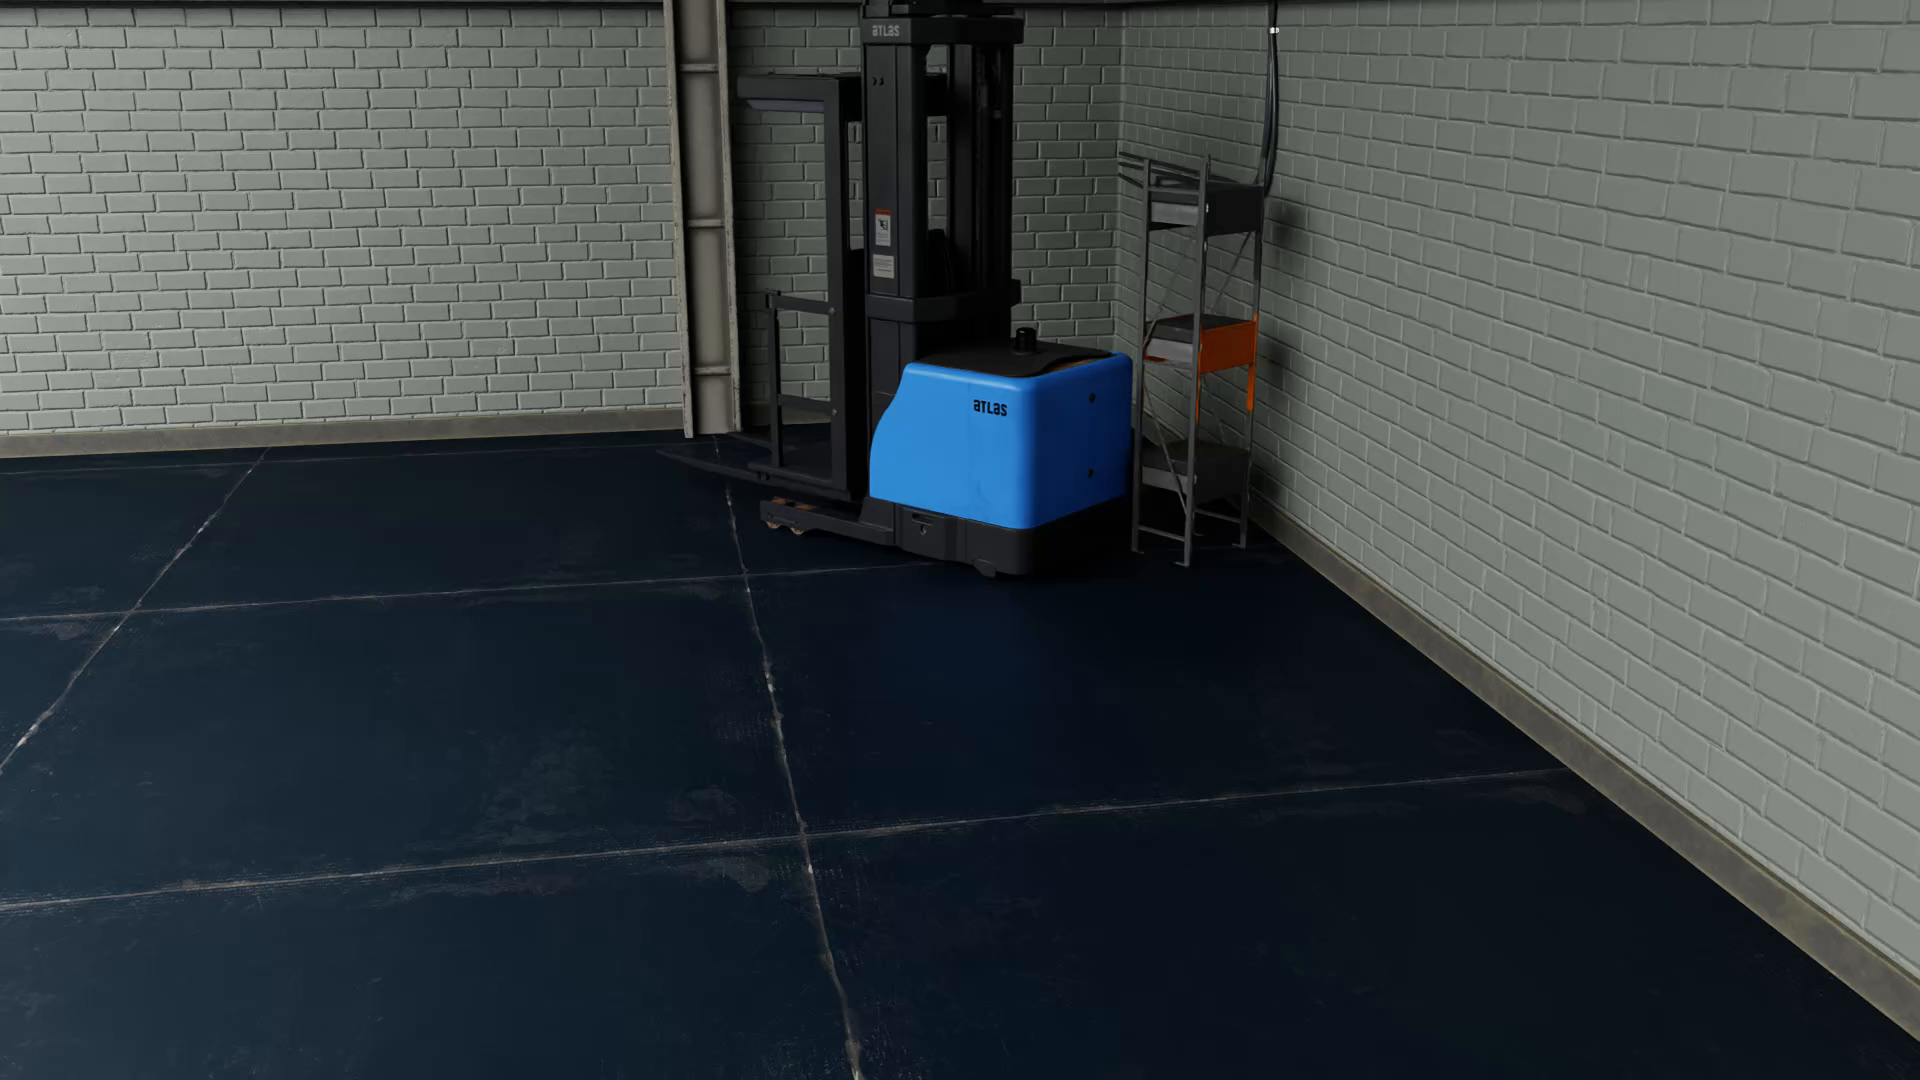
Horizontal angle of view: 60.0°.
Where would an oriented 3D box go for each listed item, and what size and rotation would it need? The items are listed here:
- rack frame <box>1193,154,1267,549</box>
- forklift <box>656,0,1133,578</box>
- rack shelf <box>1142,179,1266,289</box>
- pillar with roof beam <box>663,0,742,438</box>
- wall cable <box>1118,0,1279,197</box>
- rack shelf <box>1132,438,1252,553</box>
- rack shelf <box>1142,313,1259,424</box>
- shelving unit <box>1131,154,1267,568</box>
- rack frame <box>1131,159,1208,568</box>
[{"bbox_3d":[1.436,-1.000,8.991,0.015,2.100,0.400,-16,23,-41],"label":"rack frame"},{"bbox_3d":[-0.517,-1.540,9.333,3.031,2.935,1.130,13,22,37],"label":"forklift"},{"bbox_3d":[1.259,-1.607,8.629,0.480,0.518,0.431,-16,23,-41],"label":"rack shelf"},{"bbox_3d":[-0.940,-3.832,6.463,0.400,9.000,9.100,-3,17,-10],"label":"pillar with roof beam"},{"bbox_3d":[1.387,-3.372,10.252,0.112,2.526,3.097,-3,17,-10],"label":"wall cable"},{"bbox_3d":[1.259,-0.268,9.040,0.480,0.518,0.431,-16,23,-41],"label":"rack shelf"},{"bbox_3d":[1.259,-0.938,8.834,0.480,0.518,0.431,-16,23,-41],"label":"rack shelf"},{"bbox_3d":[1.259,-0.951,8.830,0.503,2.100,0.431,-16,23,-41],"label":"shelving unit"},{"bbox_3d":[1.082,-0.901,8.670,0.015,2.100,0.400,-16,23,-41],"label":"rack frame"}]
